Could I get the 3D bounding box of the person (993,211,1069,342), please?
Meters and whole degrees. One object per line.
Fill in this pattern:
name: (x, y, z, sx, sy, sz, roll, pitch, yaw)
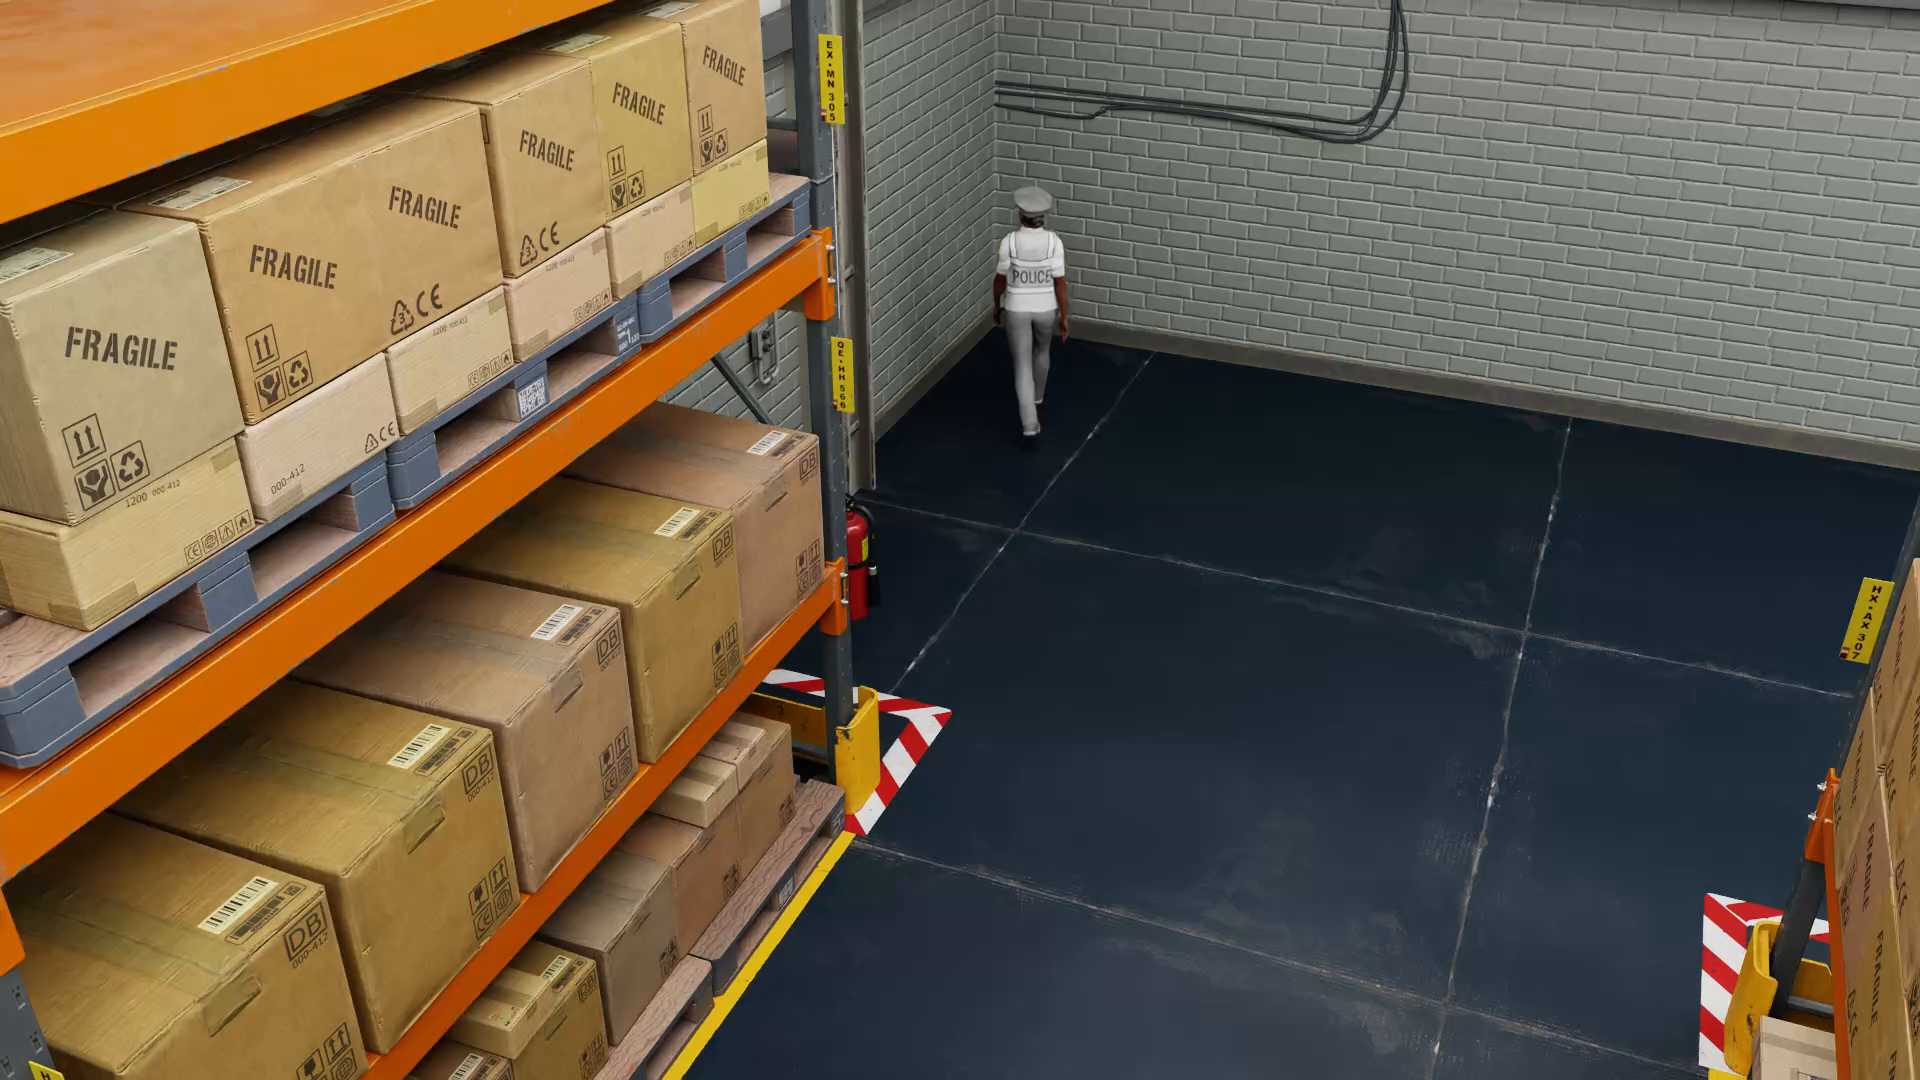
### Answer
person: (0.464, -1.803, 10.924, 0.489, 0.994, 0.342, -3, 30, -5)
